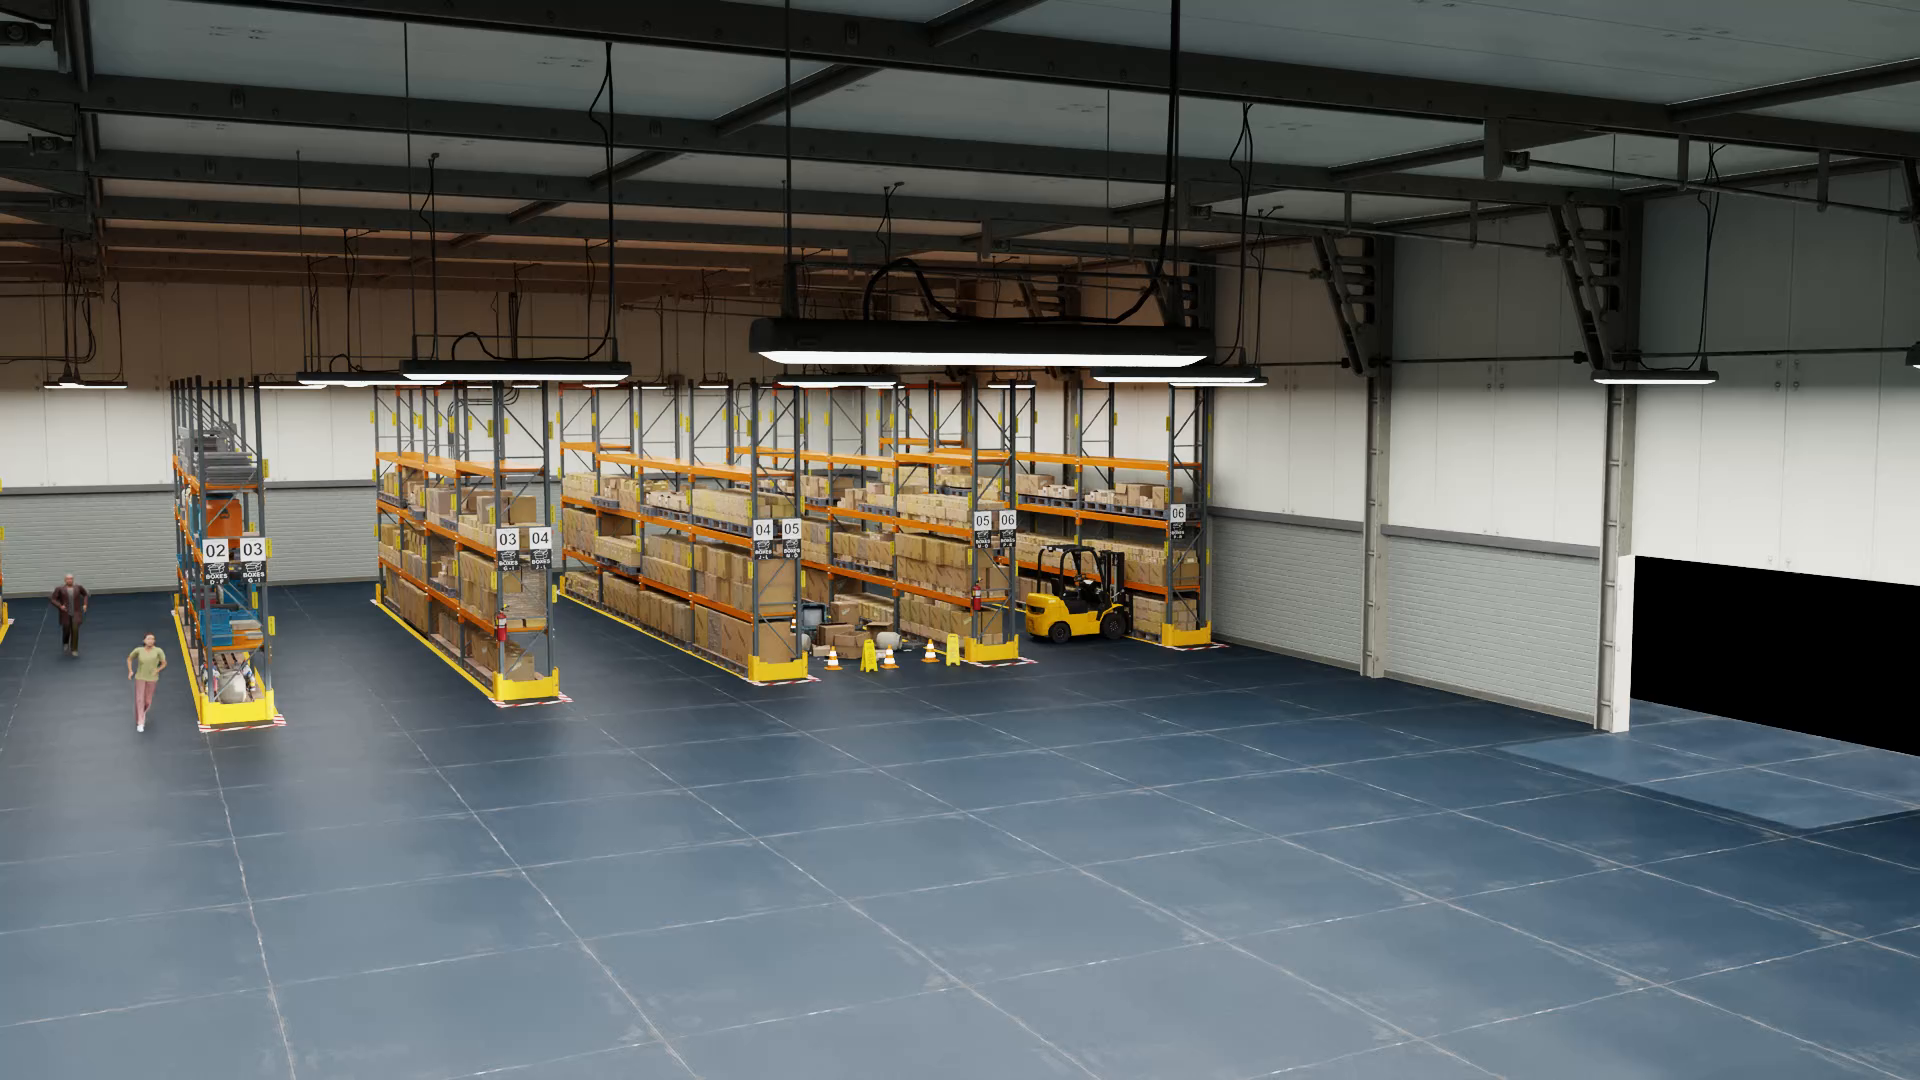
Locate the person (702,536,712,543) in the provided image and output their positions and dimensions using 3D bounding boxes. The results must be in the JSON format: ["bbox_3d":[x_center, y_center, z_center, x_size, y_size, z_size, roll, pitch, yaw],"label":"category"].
[{"bbox_3d":[-7.727,0.440,50.663,0.537,1.583,0.670,-2,6,-25],"label":"person"}]

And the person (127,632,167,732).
[{"bbox_3d":[-13.890,2.397,28.437,0.613,1.662,0.814,-3,6,-27],"label":"person"}]

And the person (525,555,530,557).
[{"bbox_3d":[-12.004,0.751,45.878,0.638,1.795,0.887,-1,5,-14],"label":"person"}]

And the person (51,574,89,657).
[{"bbox_3d":[-19.377,1.623,36.233,0.736,1.786,0.890,-3,6,-33],"label":"person"}]
